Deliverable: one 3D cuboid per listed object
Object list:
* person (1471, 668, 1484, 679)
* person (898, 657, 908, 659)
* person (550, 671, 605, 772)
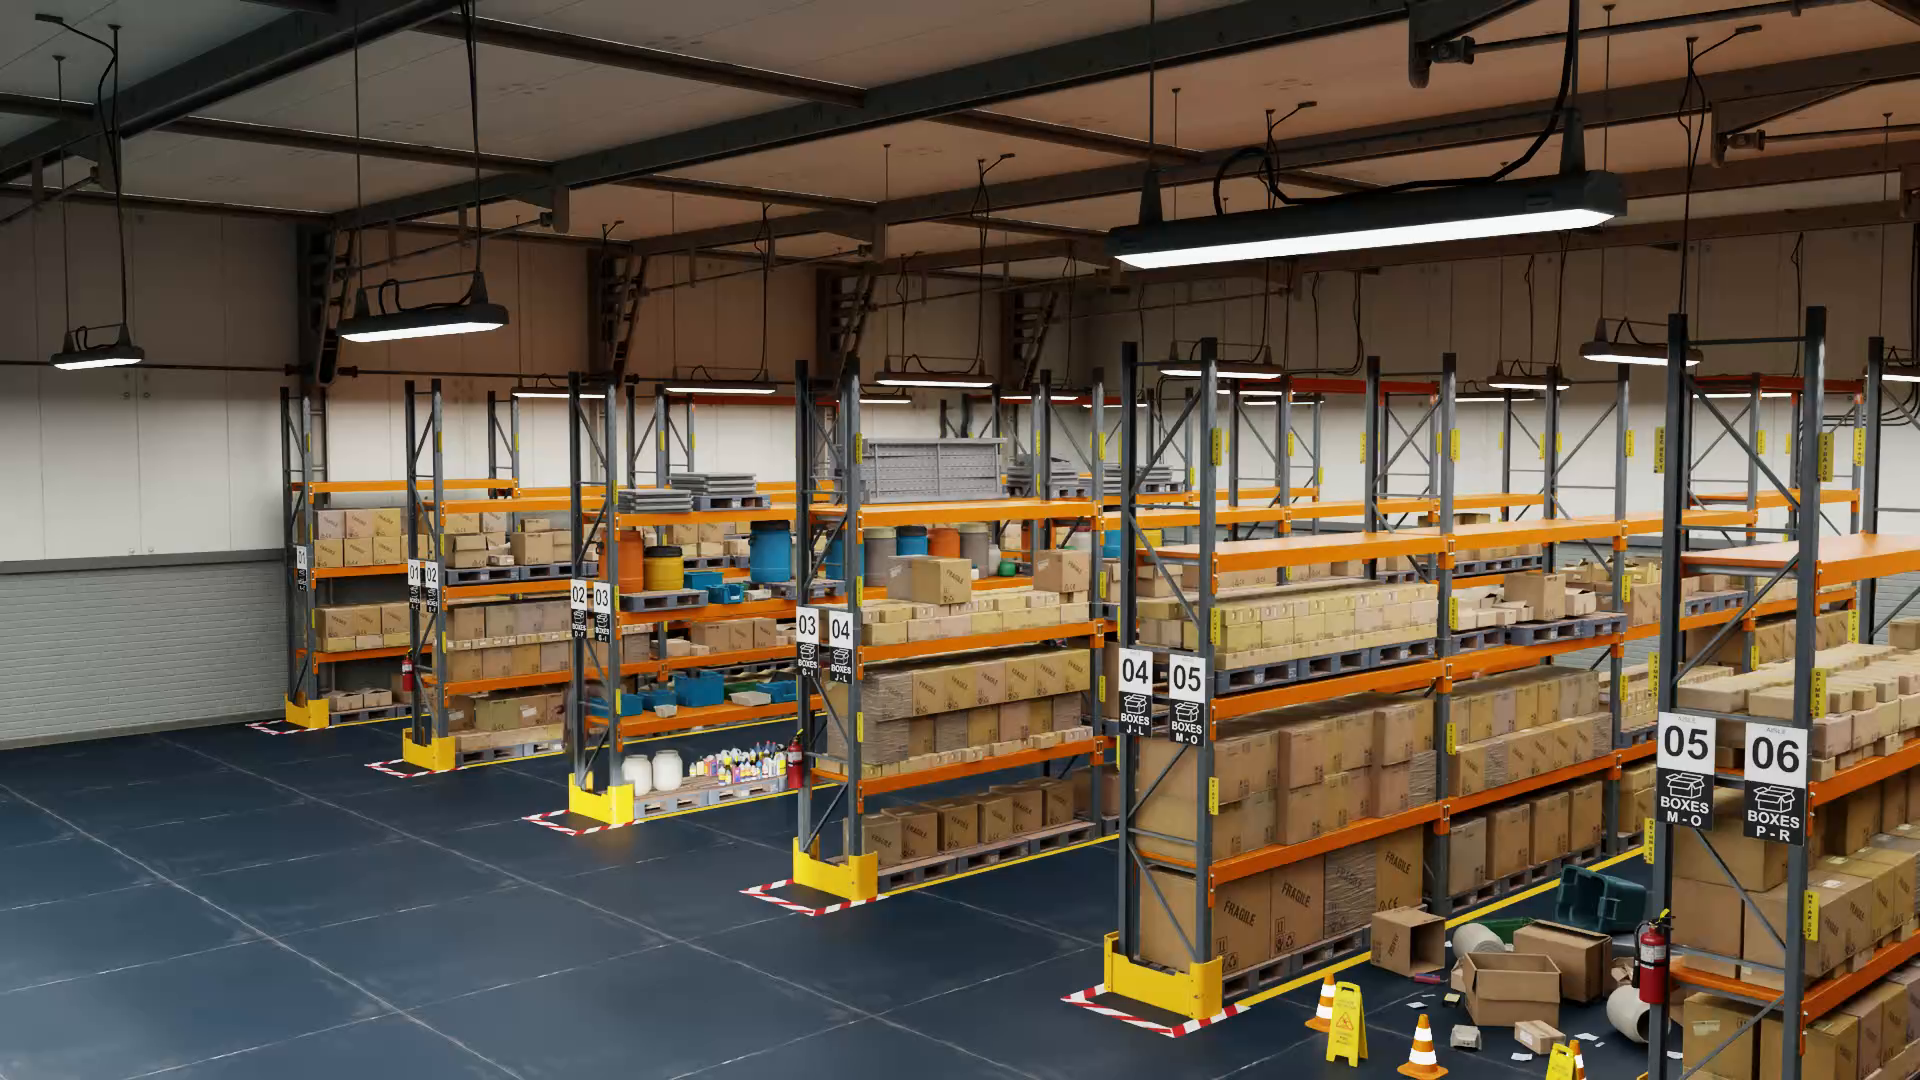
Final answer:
[{"bbox_3d":[7.706,2.723,24.919,0.649,1.676,0.578,3,5,42],"label":"person"},{"bbox_3d":[-1.023,2.489,29.513,0.524,1.558,0.537,3,5,42],"label":"person"},{"bbox_3d":[-5.593,2.747,24.137,0.691,1.777,0.695,3,4,35],"label":"person"}]
